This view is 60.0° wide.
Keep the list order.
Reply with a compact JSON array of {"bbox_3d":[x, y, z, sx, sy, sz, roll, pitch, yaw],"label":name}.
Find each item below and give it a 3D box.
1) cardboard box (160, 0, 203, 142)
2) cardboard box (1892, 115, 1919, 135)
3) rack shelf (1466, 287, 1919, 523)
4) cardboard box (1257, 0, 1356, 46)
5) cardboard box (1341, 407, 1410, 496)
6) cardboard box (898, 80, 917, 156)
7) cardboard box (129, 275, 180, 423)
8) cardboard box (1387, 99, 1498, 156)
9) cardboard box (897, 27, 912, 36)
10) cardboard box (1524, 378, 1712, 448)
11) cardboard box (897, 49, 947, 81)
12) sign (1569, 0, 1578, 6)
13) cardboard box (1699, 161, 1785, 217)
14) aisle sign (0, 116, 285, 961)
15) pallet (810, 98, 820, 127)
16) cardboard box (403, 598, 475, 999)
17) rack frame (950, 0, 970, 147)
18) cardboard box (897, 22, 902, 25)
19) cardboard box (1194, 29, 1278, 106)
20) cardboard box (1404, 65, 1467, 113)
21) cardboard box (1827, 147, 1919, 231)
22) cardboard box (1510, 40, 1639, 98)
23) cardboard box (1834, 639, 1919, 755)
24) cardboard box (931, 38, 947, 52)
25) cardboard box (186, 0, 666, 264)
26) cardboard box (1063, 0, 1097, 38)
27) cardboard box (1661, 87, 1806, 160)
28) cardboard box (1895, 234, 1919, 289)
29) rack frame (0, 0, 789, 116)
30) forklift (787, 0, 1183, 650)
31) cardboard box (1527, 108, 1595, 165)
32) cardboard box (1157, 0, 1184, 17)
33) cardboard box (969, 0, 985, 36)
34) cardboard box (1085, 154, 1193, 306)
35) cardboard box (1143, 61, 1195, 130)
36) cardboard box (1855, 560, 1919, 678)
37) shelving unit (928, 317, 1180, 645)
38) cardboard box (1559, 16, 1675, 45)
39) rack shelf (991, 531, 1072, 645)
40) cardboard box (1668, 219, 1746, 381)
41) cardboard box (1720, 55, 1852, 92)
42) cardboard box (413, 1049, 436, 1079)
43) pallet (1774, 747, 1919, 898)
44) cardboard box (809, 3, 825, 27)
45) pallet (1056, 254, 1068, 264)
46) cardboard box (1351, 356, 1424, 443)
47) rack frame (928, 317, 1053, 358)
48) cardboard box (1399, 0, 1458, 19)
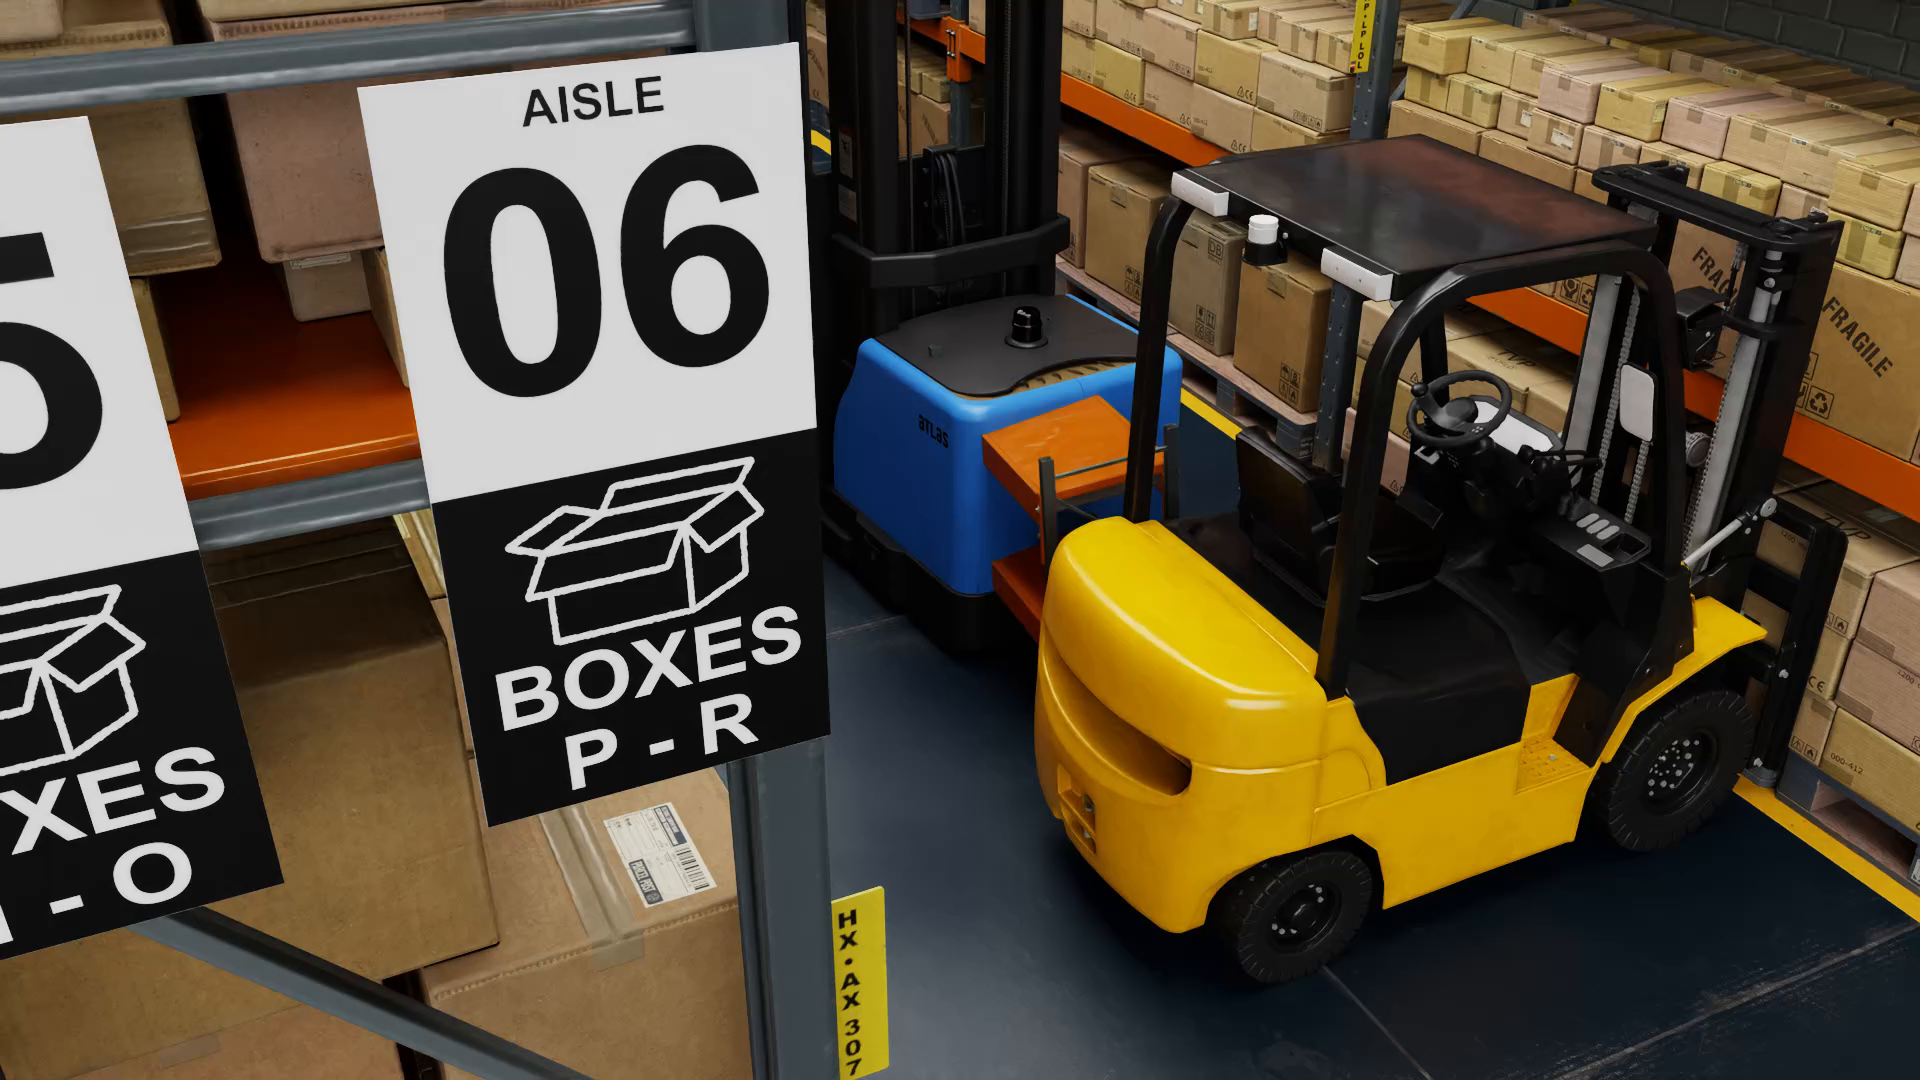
[{"bbox_3d":[-1.301,-0.673,2.166,0.500,0.250,0.500,-14,32,-23],"label":"cardboard box"},{"bbox_3d":[3.257,-1.288,5.411,0.380,0.149,0.250,-13,32,-22],"label":"cardboard box"},{"bbox_3d":[2.988,-0.519,5.845,1.077,0.370,4.000,-13,32,-22],"label":"rack shelf"},{"bbox_3d":[1.597,-2.377,7.656,0.380,0.149,0.250,-13,32,-22],"label":"cardboard box"},{"bbox_3d":[2.038,-0.417,7.309,0.500,0.250,0.500,-13,32,-21],"label":"cardboard box"},{"bbox_3d":[-0.169,-2.941,11.555,0.500,0.500,0.500,-14,32,-23],"label":"cardboard box"},{"bbox_3d":[-1.041,-0.203,1.736,0.380,0.149,0.250,-13,32,-22],"label":"cardboard box"},{"bbox_3d":[2.084,-1.509,6.772,0.500,0.500,0.500,-14,32,-23],"label":"cardboard box"},{"bbox_3d":[-0.573,-3.616,12.095,0.380,0.149,0.250,-15,32,-24],"label":"cardboard box"},{"bbox_3d":[2.488,-0.411,6.277,0.500,0.250,0.500,-12,31,-20],"label":"cardboard box"},{"bbox_3d":[-0.247,-3.264,11.467,0.380,0.149,0.250,-14,32,-24],"label":"cardboard box"},{"bbox_3d":[2.630,-2.246,7.222,0.100,0.325,0.005,-13,32,-22],"label":"sign"},{"bbox_3d":[2.674,-1.160,5.486,0.380,0.149,0.250,-14,32,-23],"label":"cardboard box"},{"bbox_3d":[-0.870,0.049,1.438,0.394,0.787,0.004,-13,32,-22],"label":"aisle sign"},{"bbox_3d":[-0.922,-3.683,13.602,1.003,0.211,1.213,-13,32,-22],"label":"pallet"},{"bbox_3d":[-0.813,0.425,3.018,0.500,0.500,0.500,-12,31,-20],"label":"cardboard box"},{"bbox_3d":[0.412,-3.483,10.395,1.000,3.000,0.127,-13,32,-22],"label":"rack frame"},{"bbox_3d":[-0.293,-3.961,12.711,0.380,0.149,0.250,-13,32,-21],"label":"cardboard box"},{"bbox_3d":[1.460,-2.258,7.852,0.500,0.250,0.500,-14,32,-23],"label":"cardboard box"},{"bbox_3d":[2.029,-1.847,6.711,0.380,0.149,0.250,-14,32,-23],"label":"cardboard box"},{"bbox_3d":[2.864,-1.063,5.008,0.380,0.149,0.250,-12,32,-21],"label":"cardboard box"},{"bbox_3d":[2.310,-1.762,6.256,0.380,0.149,0.250,-14,32,-23],"label":"cardboard box"},{"bbox_3d":[3.150,0.475,5.206,0.500,0.250,0.500,-13,32,-22],"label":"cardboard box"},{"bbox_3d":[0.012,-3.616,12.094,0.380,0.149,0.250,-14,32,-23],"label":"cardboard box"},{"bbox_3d":[-0.610,-0.556,1.958,0.500,0.250,0.500,-14,32,-23],"label":"cardboard box"},{"bbox_3d":[0.804,-2.932,9.055,0.500,0.250,0.500,-14,32,-23],"label":"cardboard box"},{"bbox_3d":[2.623,-1.417,5.641,0.380,0.149,0.250,-13,32,-22],"label":"cardboard box"},{"bbox_3d":[2.998,-0.824,4.888,0.380,0.149,0.250,-14,32,-24],"label":"cardboard box"},{"bbox_3d":[-0.635,-1.522,0.764,1.000,3.000,0.127,-13,32,-22],"label":"rack frame"},{"bbox_3d":[-0.326,-1.541,7.001,1.130,2.935,3.031,-17,33,-27],"label":"forklift"},{"bbox_3d":[2.317,-1.499,6.091,0.380,0.149,0.250,-12,32,-21],"label":"cardboard box"},{"bbox_3d":[1.207,-2.706,8.243,0.380,0.149,0.250,-13,32,-22],"label":"cardboard box"},{"bbox_3d":[0.382,-3.171,9.991,0.500,0.250,0.500,-13,32,-22],"label":"cardboard box"},{"bbox_3d":[1.244,-1.768,9.335,0.875,0.625,0.625,-14,32,-24],"label":"cardboard box"},{"bbox_3d":[1.270,-2.265,8.376,0.500,0.250,0.500,-13,32,-22],"label":"cardboard box"},{"bbox_3d":[3.143,0.268,5.064,0.500,0.250,0.500,-12,32,-21],"label":"cardboard box"},{"bbox_3d":[0.348,-0.076,6.191,0.538,1.125,1.048,-15,33,-16],"label":"shelving unit"},{"bbox_3d":[2.609,-1.976,6.637,0.380,0.149,0.250,-14,32,-23],"label":"cardboard box"},{"bbox_3d":[0.367,0.133,6.317,0.538,0.278,1.000,-15,33,-16],"label":"rack shelf"},{"bbox_3d":[2.738,-0.833,5.566,0.500,0.500,0.500,-13,32,-22],"label":"cardboard box"},{"bbox_3d":[2.992,-1.645,6.048,0.380,0.149,0.250,-14,32,-23],"label":"cardboard box"},{"bbox_3d":[-0.715,0.902,2.832,0.380,0.149,0.250,-13,32,-21],"label":"cardboard box"},{"bbox_3d":[3.480,0.938,5.362,1.003,0.211,1.213,-13,32,-22],"label":"pallet"},{"bbox_3d":[-0.952,-4.077,12.916,0.380,0.149,0.250,-14,32,-23],"label":"cardboard box"},{"bbox_3d":[0.730,-1.895,10.414,1.003,0.211,1.213,-13,32,-22],"label":"pallet"},{"bbox_3d":[2.058,-0.640,7.195,0.500,0.250,0.500,-13,32,-22],"label":"cardboard box"},{"bbox_3d":[0.160,-0.308,6.602,0.500,1.125,0.032,-15,33,-16],"label":"rack frame"},{"bbox_3d":[2.104,-2.373,7.649,0.380,0.149,0.250,-14,32,-24],"label":"cardboard box"}]
